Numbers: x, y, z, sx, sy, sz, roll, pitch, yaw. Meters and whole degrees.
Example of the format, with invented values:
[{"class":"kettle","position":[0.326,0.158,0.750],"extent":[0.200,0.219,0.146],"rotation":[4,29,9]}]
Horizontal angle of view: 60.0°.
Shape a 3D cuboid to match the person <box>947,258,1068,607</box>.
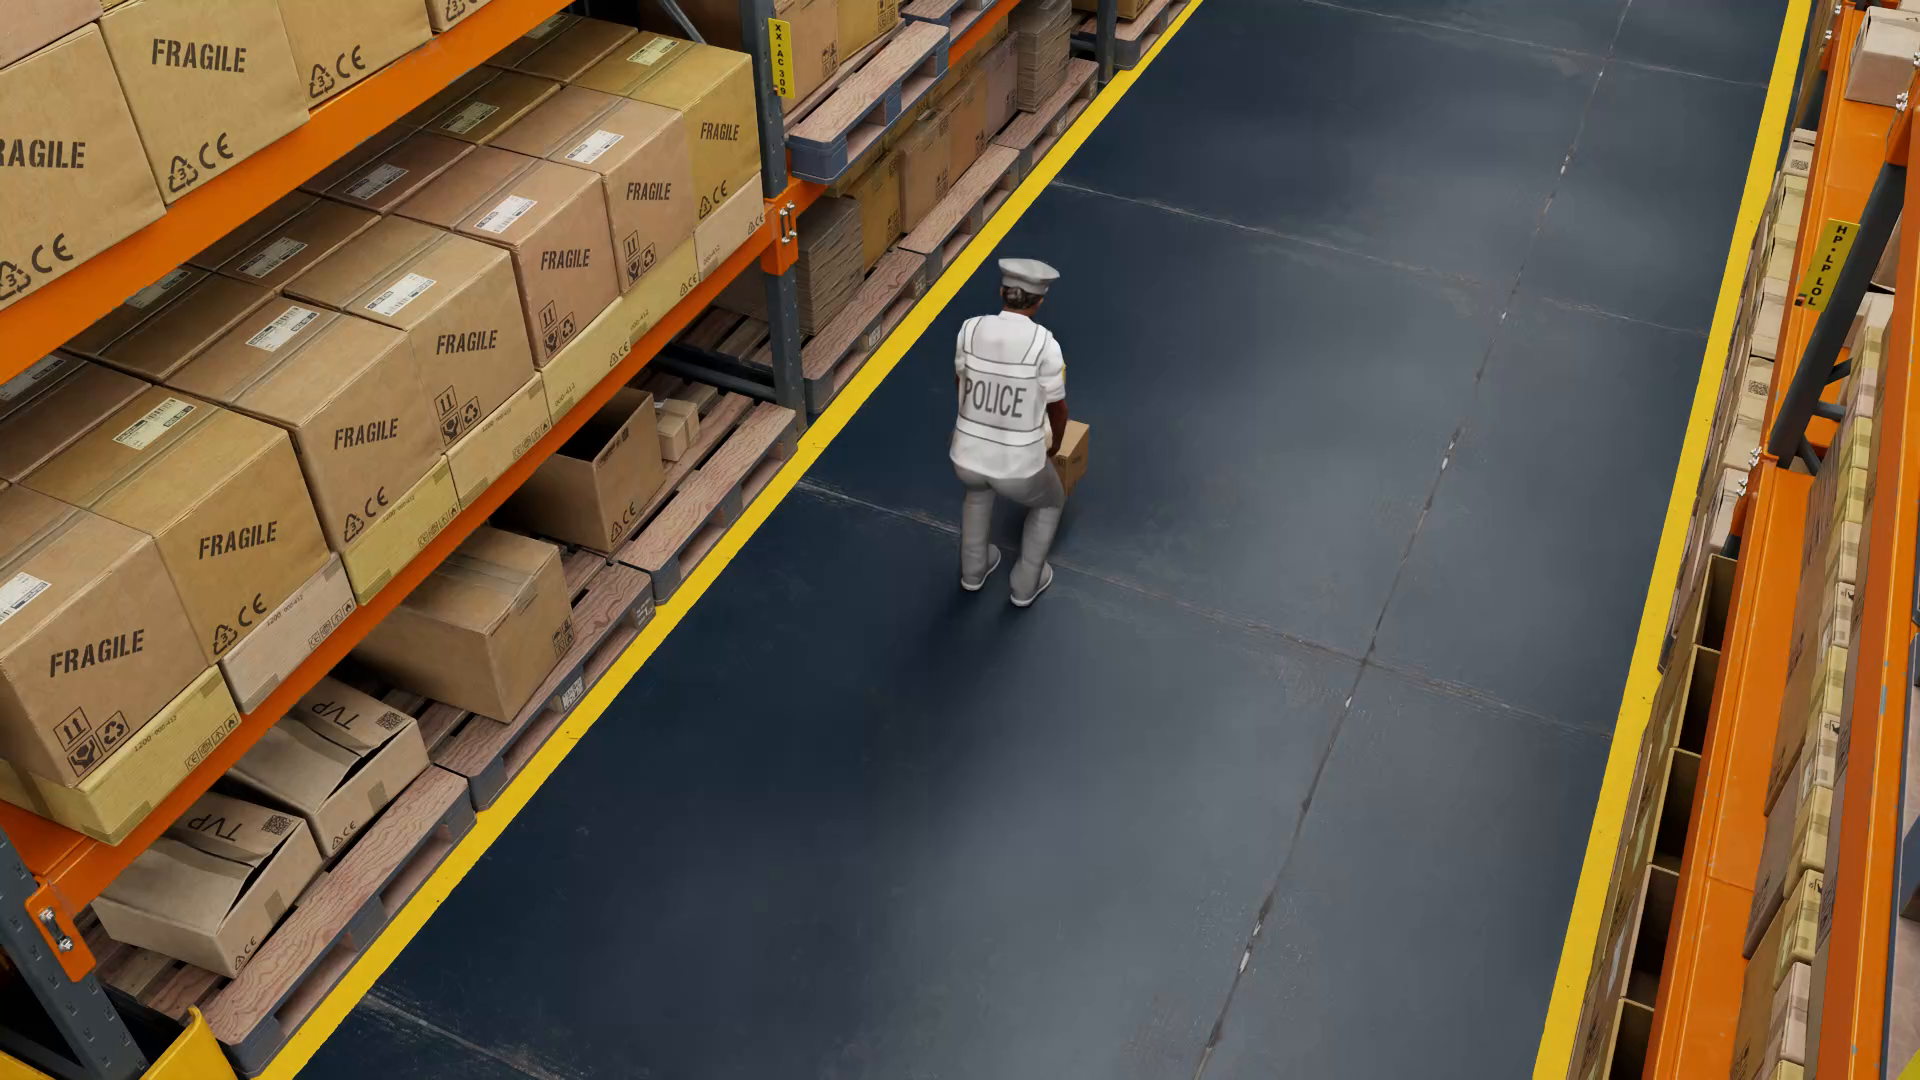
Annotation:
[{"class":"person","position":[0.184,-0.415,6.758],"extent":[0.490,1.487,0.628],"rotation":[18,45,19]}]
